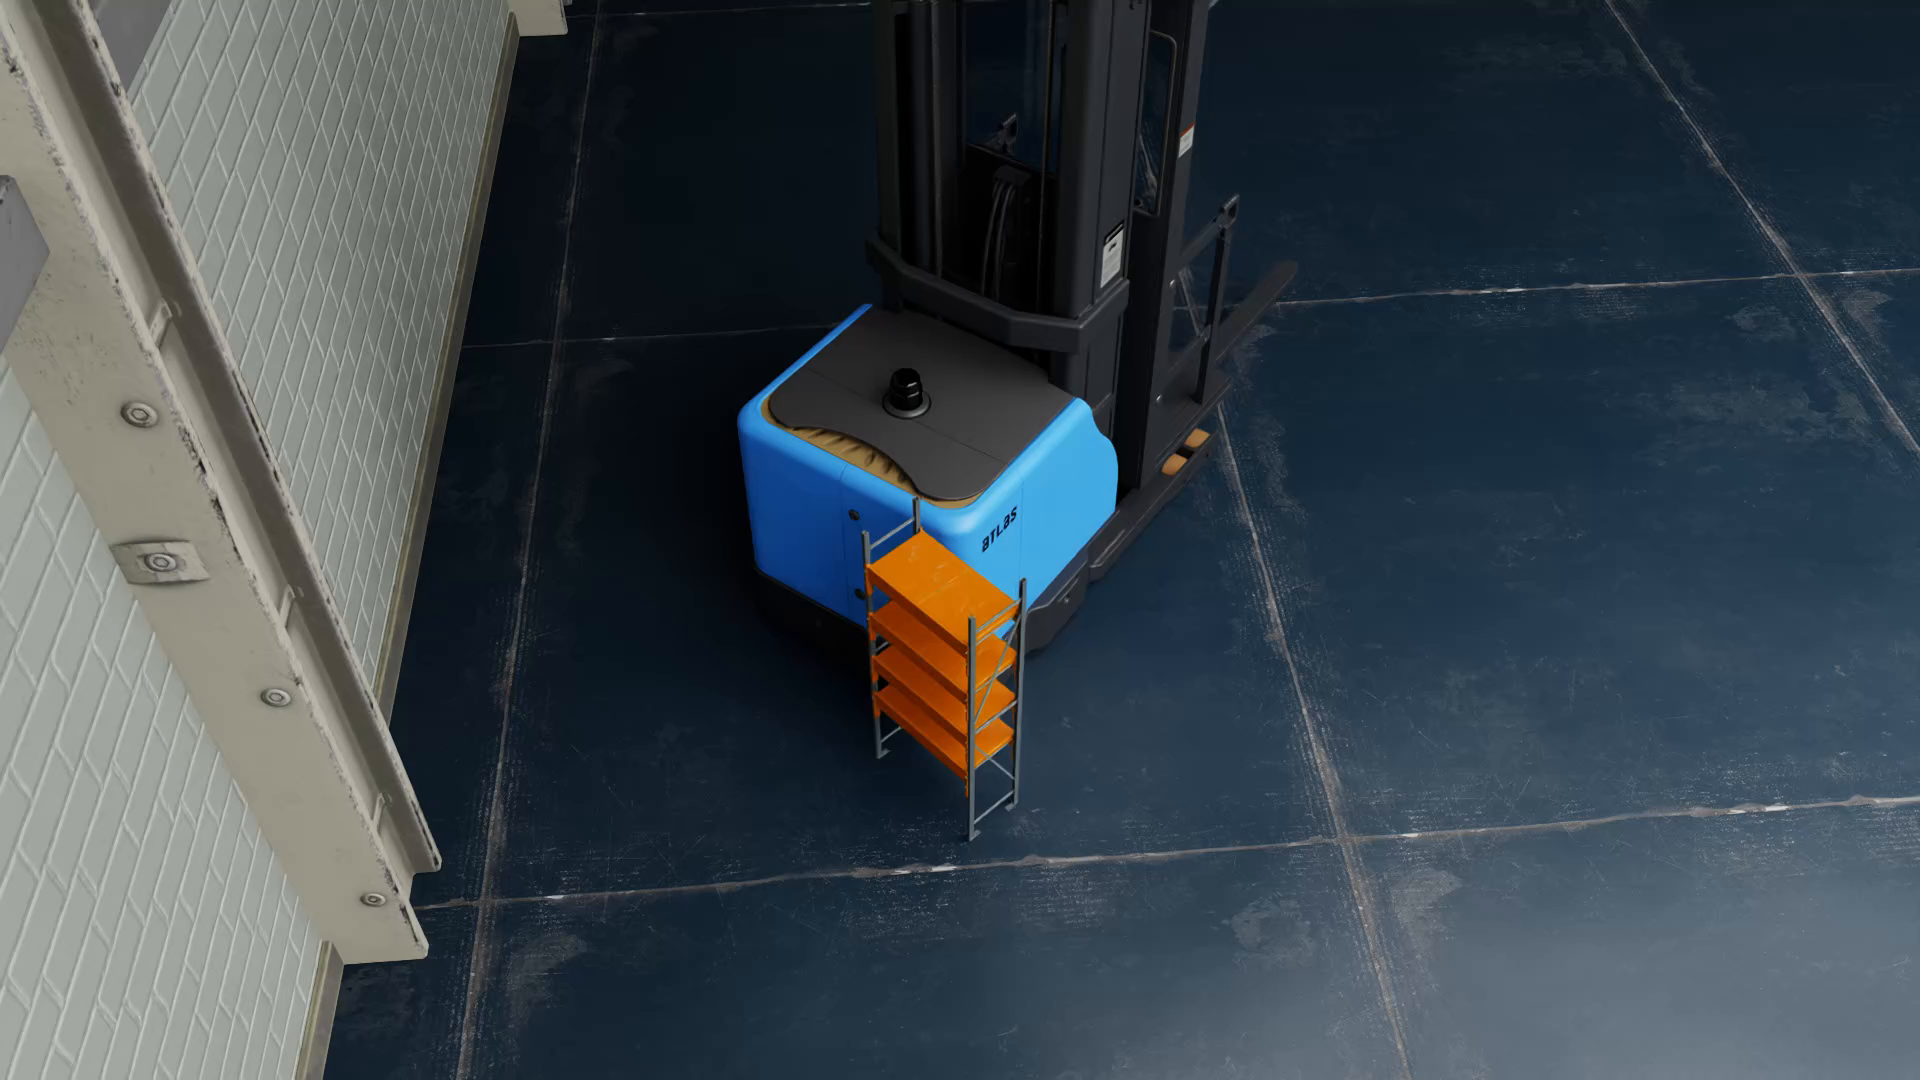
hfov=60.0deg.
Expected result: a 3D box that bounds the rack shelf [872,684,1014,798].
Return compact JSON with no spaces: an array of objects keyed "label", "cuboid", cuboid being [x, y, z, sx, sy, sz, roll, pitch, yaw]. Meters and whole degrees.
[{"label":"rack shelf","cuboid":[-0.053,0.644,5.816,0.258,0.148,0.480,-35,56,-28]}]

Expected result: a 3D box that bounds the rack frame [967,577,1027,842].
[{"label":"rack frame","cuboid":[0.116,0.590,5.502,0.240,1.200,0.015,-35,56,-28]}]

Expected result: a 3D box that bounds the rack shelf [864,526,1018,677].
[{"label":"rack shelf","cuboid":[-0.053,0.191,5.338,0.258,0.148,0.480,-35,56,-28]}]

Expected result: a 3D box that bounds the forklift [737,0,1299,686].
[{"label":"forklift","cuboid":[0.453,-1.391,6.185,1.130,2.935,3.031,27,52,23]}]

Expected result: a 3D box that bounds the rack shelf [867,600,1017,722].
[{"label":"rack shelf","cuboid":[-0.053,0.354,5.510,0.258,0.148,0.480,-35,56,-28]}]

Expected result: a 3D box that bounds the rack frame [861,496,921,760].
[{"label":"rack frame","cuboid":[-0.221,0.333,5.745,0.240,1.200,0.015,-35,56,-28]}]

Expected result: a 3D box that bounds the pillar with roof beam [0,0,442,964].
[{"label":"pillar with roof beam","cuboid":[2.335,-2.092,2.670,9.100,9.000,0.400,-3,47,-3]}]

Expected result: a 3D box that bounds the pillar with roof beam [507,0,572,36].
[{"label":"pillar with roof beam","cuboid":[1.833,-6.433,6.781,9.100,9.000,0.400,-3,47,-3]}]

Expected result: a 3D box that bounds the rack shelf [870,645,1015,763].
[{"label":"rack shelf","cuboid":[-0.053,0.507,5.672,0.258,0.148,0.480,-35,56,-28]}]

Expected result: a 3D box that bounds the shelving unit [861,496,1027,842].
[{"label":"shelving unit","cuboid":[-0.053,0.461,5.623,0.258,1.200,0.503,-35,56,-28]}]
